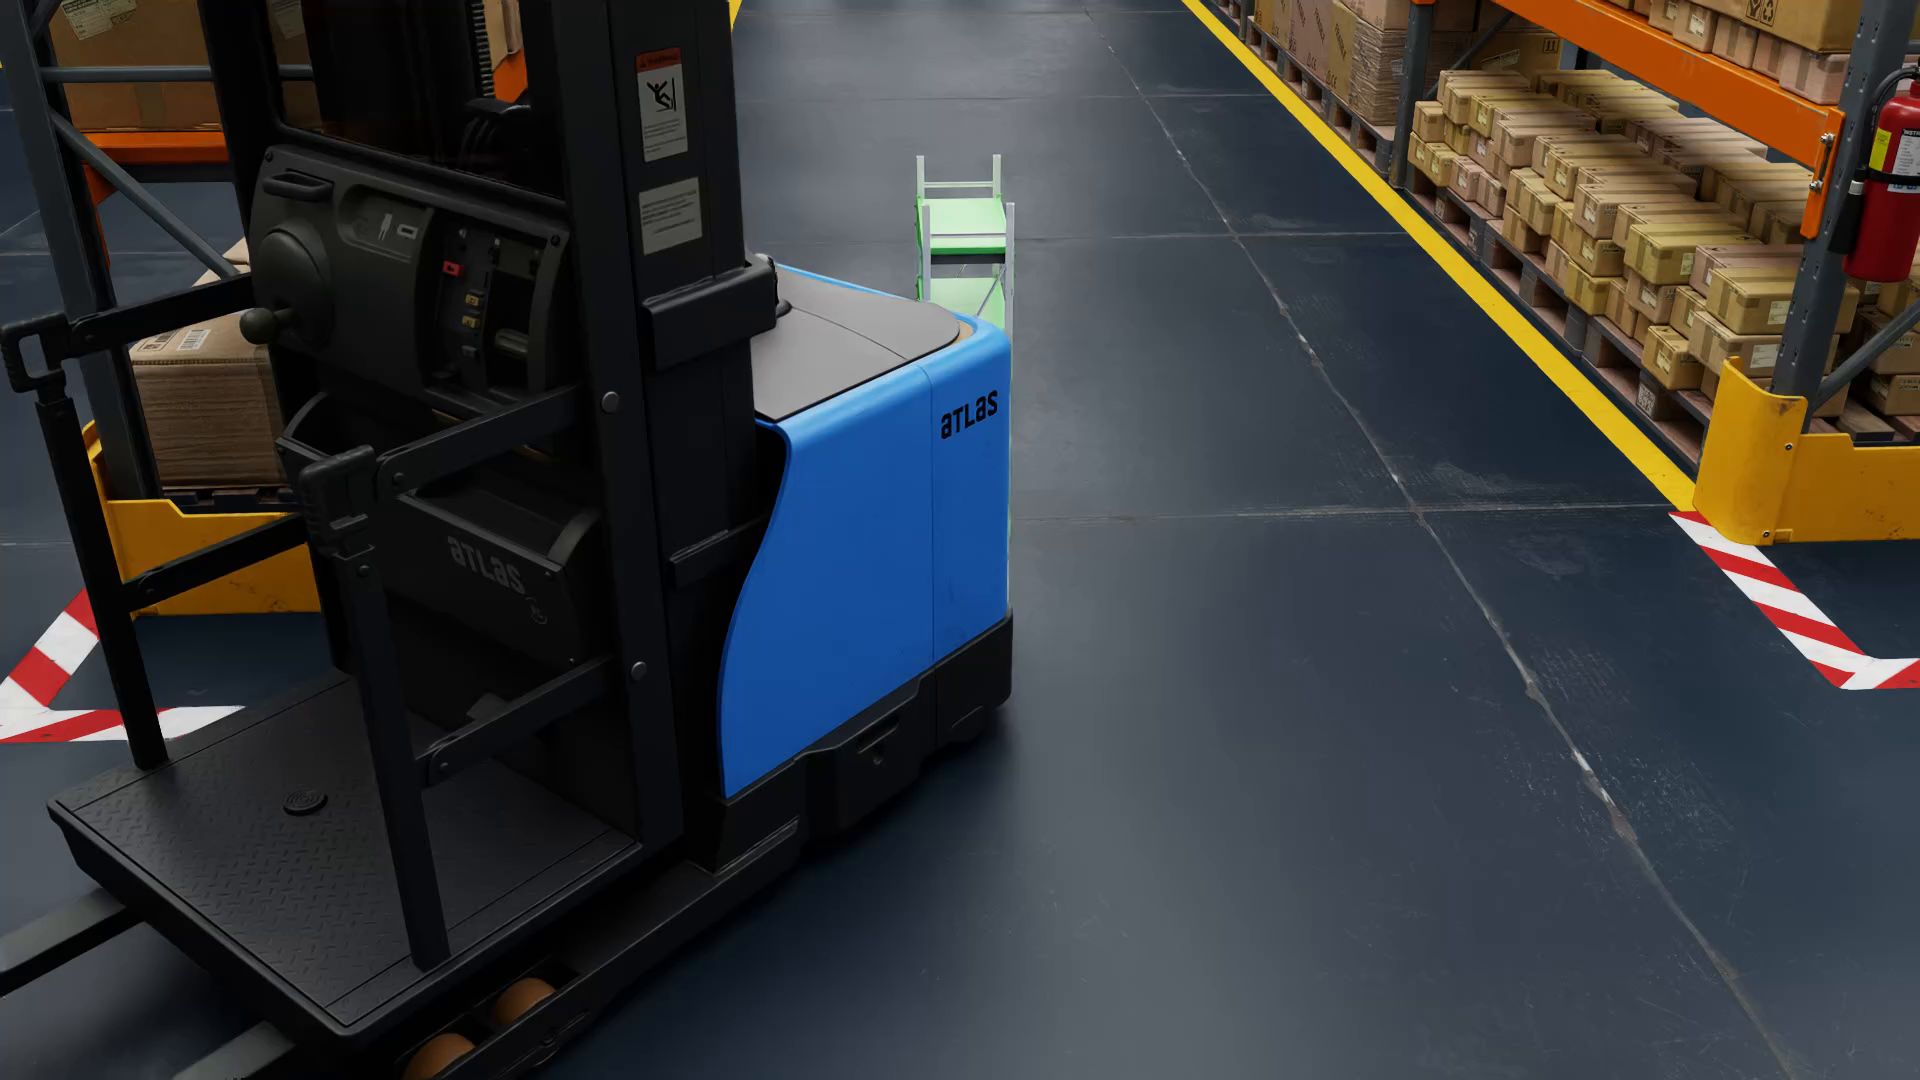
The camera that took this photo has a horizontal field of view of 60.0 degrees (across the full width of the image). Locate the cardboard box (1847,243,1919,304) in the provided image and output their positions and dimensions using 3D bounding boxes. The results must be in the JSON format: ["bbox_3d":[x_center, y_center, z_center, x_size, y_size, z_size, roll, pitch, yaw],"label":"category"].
[{"bbox_3d":[3.180,-0.930,5.774,0.380,0.149,0.250,-1,28,-2],"label":"cardboard box"}]

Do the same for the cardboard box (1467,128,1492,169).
[{"bbox_3d":[2.644,-1.869,7.897,0.380,0.149,0.250,-2,28,-3],"label":"cardboard box"}]

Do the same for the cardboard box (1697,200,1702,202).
[{"bbox_3d":[3.103,-1.276,6.760,0.380,0.149,0.250,0,28,0],"label":"cardboard box"}]

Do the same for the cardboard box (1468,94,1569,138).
[{"bbox_3d":[2.622,-1.994,7.815,0.380,0.149,0.250,-2,28,-3],"label":"cardboard box"}]

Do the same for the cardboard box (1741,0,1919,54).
[{"bbox_3d":[2.722,-1.747,4.926,0.500,0.500,0.500,-1,28,-2],"label":"cardboard box"}]

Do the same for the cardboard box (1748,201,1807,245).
[{"bbox_3d":[3.199,-1.162,6.219,0.380,0.149,0.250,-3,28,-5],"label":"cardboard box"}]

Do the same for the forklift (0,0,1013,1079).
[{"bbox_3d":[-1.178,-0.457,2.957,1.130,2.935,3.031,20,34,34],"label":"forklift"}]

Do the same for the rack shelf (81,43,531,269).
[{"bbox_3d":[-2.040,-1.808,6.250,1.077,0.370,4.000,-1,28,-3],"label":"rack shelf"}]

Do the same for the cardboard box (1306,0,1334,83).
[{"bbox_3d":[2.454,-3.104,10.207,0.500,0.500,0.500,-2,28,-4],"label":"cardboard box"}]

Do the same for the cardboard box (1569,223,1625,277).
[{"bbox_3d":[2.621,-1.139,6.497,0.380,0.149,0.250,-1,28,-2],"label":"cardboard box"}]

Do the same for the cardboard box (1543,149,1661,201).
[{"bbox_3d":[2.660,-1.516,6.899,0.380,0.149,0.250,-1,28,-2],"label":"cardboard box"}]

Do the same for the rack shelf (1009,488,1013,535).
[{"bbox_3d":[0.009,-0.186,4.967,0.258,0.148,0.480,-1,28,-3],"label":"rack shelf"}]

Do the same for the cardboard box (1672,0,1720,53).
[{"bbox_3d":[2.663,-1.750,5.634,0.380,0.149,0.250,-1,28,-1],"label":"cardboard box"}]

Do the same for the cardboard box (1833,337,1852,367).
[{"bbox_3d":[3.199,-0.660,5.901,0.380,0.149,0.250,-1,28,-3],"label":"cardboard box"}]

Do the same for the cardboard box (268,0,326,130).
[{"bbox_3d":[-1.674,-1.476,4.728,0.500,0.500,0.500,-2,28,-3],"label":"cardboard box"}]

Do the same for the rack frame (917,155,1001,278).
[{"bbox_3d":[-0.004,-0.568,5.042,0.240,1.200,0.015,-1,28,-3],"label":"rack frame"}]

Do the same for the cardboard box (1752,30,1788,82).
[{"bbox_3d":[2.727,-1.517,5.187,0.380,0.149,0.250,-1,28,-3],"label":"cardboard box"}]

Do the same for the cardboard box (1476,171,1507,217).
[{"bbox_3d":[2.633,-1.610,7.723,0.380,0.149,0.250,-2,28,-4],"label":"cardboard box"}]

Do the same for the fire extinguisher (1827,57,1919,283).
[{"bbox_3d":[2.554,-1.042,4.491,0.296,0.674,0.183,-1,28,-3],"label":"fire extinguisher"}]

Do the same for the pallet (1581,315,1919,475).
[{"bbox_3d":[2.991,-0.544,6.065,1.003,0.211,1.213,-1,28,-3],"label":"pallet"}]

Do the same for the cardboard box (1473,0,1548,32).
[{"bbox_3d":[3.019,-2.975,9.148,0.500,0.250,0.500,-3,28,-5],"label":"cardboard box"}]

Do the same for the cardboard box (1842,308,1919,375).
[{"bbox_3d":[3.231,-0.672,5.601,0.380,0.149,0.250,0,28,0],"label":"cardboard box"}]

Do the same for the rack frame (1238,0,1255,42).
[{"bbox_3d":[2.584,-5.064,11.715,1.000,3.000,0.127,-1,28,-3],"label":"rack frame"}]

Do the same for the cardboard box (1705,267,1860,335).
[{"bbox_3d":[2.721,-0.794,5.513,0.380,0.149,0.250,-1,28,-2],"label":"cardboard box"}]

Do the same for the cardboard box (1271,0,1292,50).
[{"bbox_3d":[2.396,-3.577,11.113,0.500,0.500,0.500,-1,28,-2],"label":"cardboard box"}]

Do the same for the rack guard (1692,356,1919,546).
[{"bbox_3d":[2.998,-0.296,5.277,1.175,0.500,0.348,-1,28,-3],"label":"rack guard"}]

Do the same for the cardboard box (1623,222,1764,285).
[{"bbox_3d":[2.625,-1.028,5.962,0.380,0.149,0.250,-2,28,-4],"label":"cardboard box"}]

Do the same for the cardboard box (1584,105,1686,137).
[{"bbox_3d":[3.081,-1.891,7.617,0.380,0.149,0.250,-1,28,-1],"label":"cardboard box"}]

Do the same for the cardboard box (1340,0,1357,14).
[{"bbox_3d":[2.488,-3.202,9.585,0.500,0.250,0.500,0,28,0],"label":"cardboard box"}]

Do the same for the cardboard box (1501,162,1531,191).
[{"bbox_3d":[2.646,-1.617,7.413,0.380,0.149,0.250,0,28,0],"label":"cardboard box"}]

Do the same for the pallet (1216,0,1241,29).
[{"bbox_3d":[2.618,-4.193,13.062,1.003,0.211,1.213,-1,28,-3],"label":"pallet"}]

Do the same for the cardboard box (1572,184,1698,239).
[{"bbox_3d":[2.605,-1.271,6.429,0.380,0.149,0.250,0,28,-1],"label":"cardboard box"}]

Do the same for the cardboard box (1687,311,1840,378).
[{"bbox_3d":[2.690,-0.660,5.579,0.380,0.149,0.250,-2,28,-4],"label":"cardboard box"}]

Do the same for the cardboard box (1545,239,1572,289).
[{"bbox_3d":[2.628,-1.127,6.795,0.380,0.149,0.250,-1,28,-2],"label":"cardboard box"}]

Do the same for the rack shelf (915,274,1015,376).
[{"bbox_3d":[0.009,-0.612,4.745,0.258,0.148,0.480,-1,28,-3],"label":"rack shelf"}]

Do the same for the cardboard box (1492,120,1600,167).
[{"bbox_3d":[2.590,-1.755,7.356,0.380,0.149,0.250,-1,28,-2],"label":"cardboard box"}]

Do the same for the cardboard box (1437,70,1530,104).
[{"bbox_3d":[2.604,-2.238,8.283,0.380,0.149,0.250,0,28,-1],"label":"cardboard box"}]

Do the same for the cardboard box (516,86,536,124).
[{"bbox_3d":[-2.219,-1.808,7.789,0.875,0.438,0.875,-2,28,-3],"label":"cardboard box"}]

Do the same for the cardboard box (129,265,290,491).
[{"bbox_3d":[-2.070,-0.556,5.388,0.875,0.438,0.875,-2,28,-4],"label":"cardboard box"}]

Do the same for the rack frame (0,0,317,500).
[{"bbox_3d":[-1.936,-1.203,4.313,1.000,3.000,0.127,-1,28,-3],"label":"rack frame"}]

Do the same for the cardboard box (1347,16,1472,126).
[{"bbox_3d":[2.503,-2.630,9.298,0.500,0.500,0.500,-2,28,-4],"label":"cardboard box"}]

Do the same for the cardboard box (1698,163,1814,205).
[{"bbox_3d":[3.226,-1.413,6.700,0.380,0.149,0.250,-1,28,-2],"label":"cardboard box"}]

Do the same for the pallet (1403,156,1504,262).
[{"bbox_3d":[2.864,-1.671,8.225,1.003,0.211,1.213,-1,28,-3],"label":"pallet"}]

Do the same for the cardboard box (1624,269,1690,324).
[{"bbox_3d":[2.661,-0.900,6.039,0.380,0.149,0.250,-2,28,-5],"label":"cardboard box"}]

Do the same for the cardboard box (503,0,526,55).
[{"bbox_3d":[-1.737,-1.944,5.626,0.500,0.500,0.500,-2,28,-3],"label":"cardboard box"}]

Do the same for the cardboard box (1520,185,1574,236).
[{"bbox_3d":[2.584,-1.384,6.968,0.380,0.149,0.250,-1,28,-2],"label":"cardboard box"}]

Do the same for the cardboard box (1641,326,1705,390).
[{"bbox_3d":[2.652,-0.646,5.873,0.380,0.149,0.250,-1,28,-1],"label":"cardboard box"}]

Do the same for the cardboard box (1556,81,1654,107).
[{"bbox_3d":[3.125,-2.127,8.071,0.380,0.149,0.250,-1,28,-2],"label":"cardboard box"}]

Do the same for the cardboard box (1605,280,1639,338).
[{"bbox_3d":[2.698,-0.884,6.329,0.380,0.149,0.250,-1,28,-2],"label":"cardboard box"}]

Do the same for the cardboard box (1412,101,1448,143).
[{"bbox_3d":[2.493,-2.095,8.331,0.380,0.149,0.250,0,28,0],"label":"cardboard box"}]

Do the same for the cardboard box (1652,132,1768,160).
[{"bbox_3d":[3.213,-1.644,7.144,0.380,0.149,0.250,-2,28,-4],"label":"cardboard box"}]

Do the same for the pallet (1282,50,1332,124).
[{"bbox_3d":[2.684,-2.904,10.590,1.003,0.211,1.213,-1,28,-3],"label":"pallet"}]

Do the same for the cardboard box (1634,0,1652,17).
[{"bbox_3d":[2.724,-1.999,6.110,0.380,0.149,0.250,-3,28,-5],"label":"cardboard box"}]

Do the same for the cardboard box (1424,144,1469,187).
[{"bbox_3d":[2.505,-1.840,8.163,0.380,0.149,0.250,-1,28,-1],"label":"cardboard box"}]

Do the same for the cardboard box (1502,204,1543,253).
[{"bbox_3d":[2.600,-1.365,7.251,0.380,0.149,0.250,-2,28,-4],"label":"cardboard box"}]

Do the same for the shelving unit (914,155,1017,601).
[{"bbox_3d":[0.009,-0.456,4.826,0.258,1.200,0.503,-1,28,-3],"label":"shelving unit"}]
